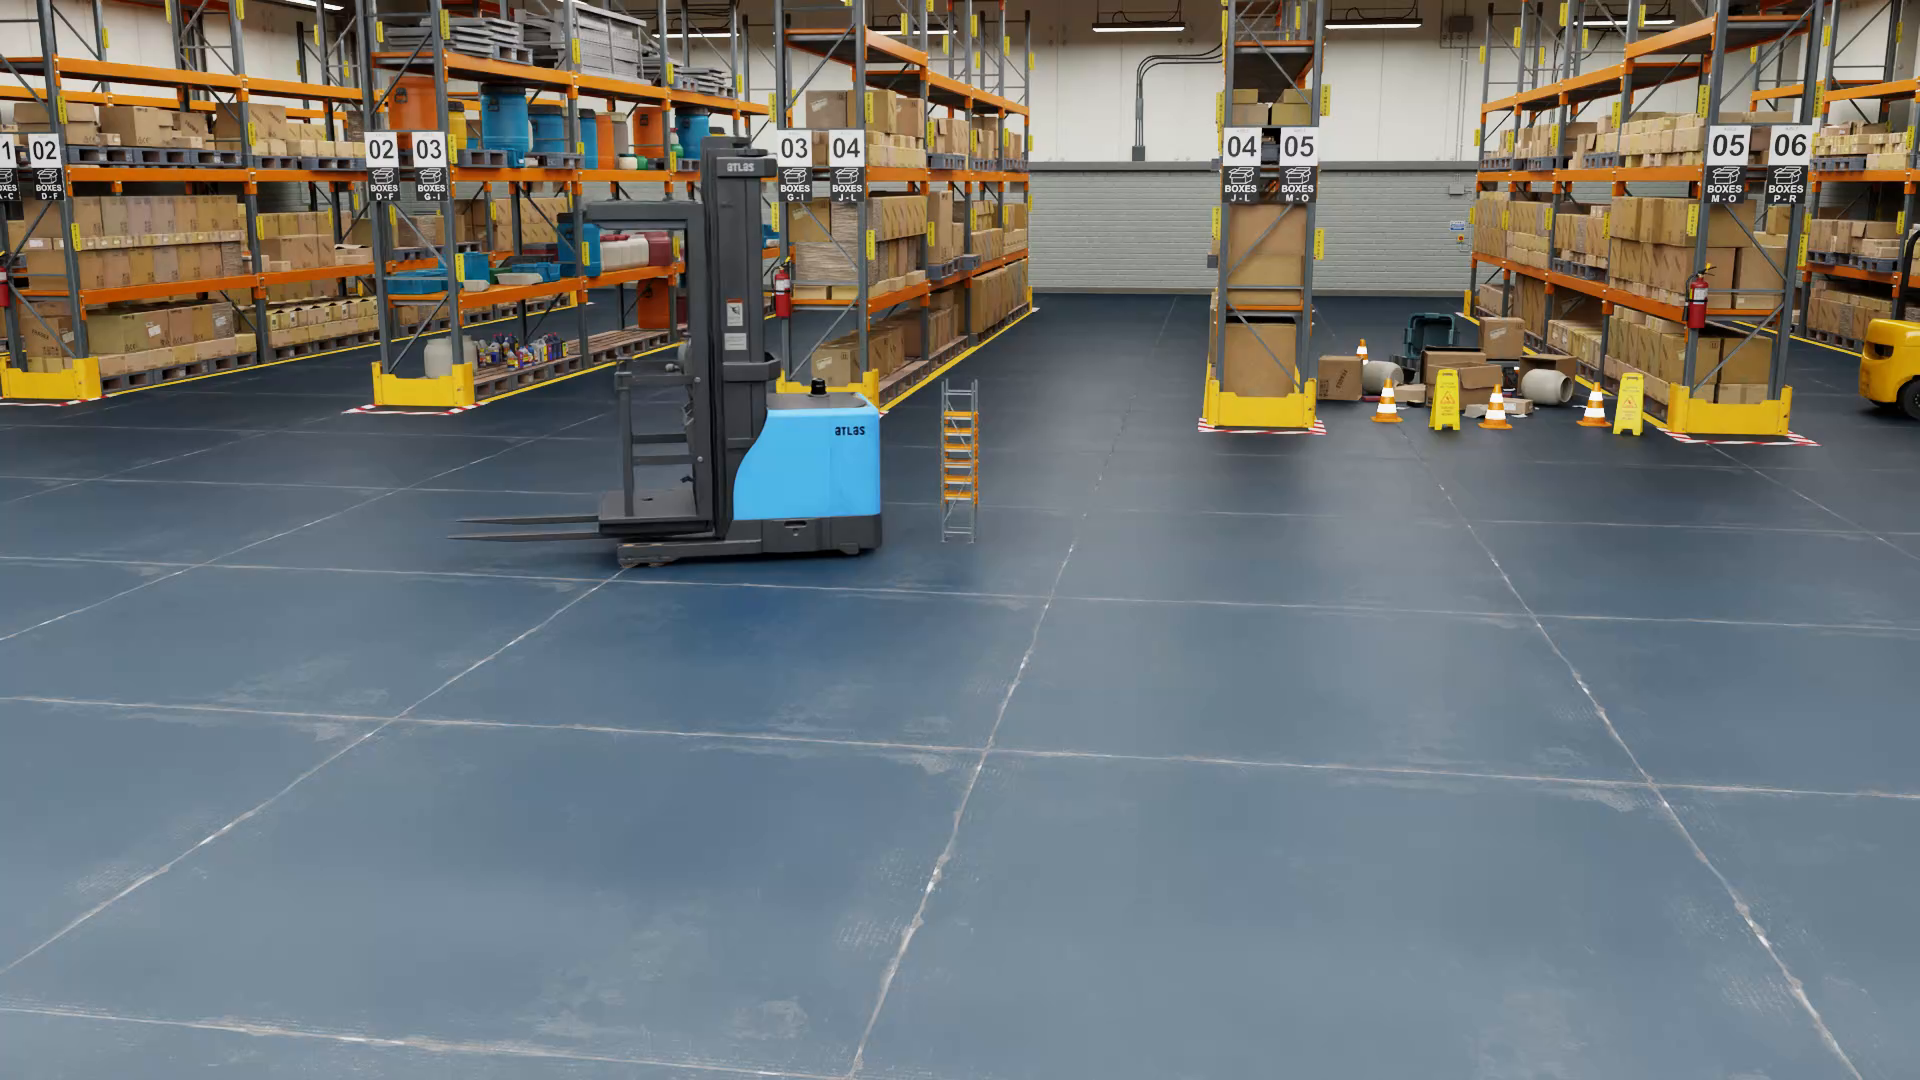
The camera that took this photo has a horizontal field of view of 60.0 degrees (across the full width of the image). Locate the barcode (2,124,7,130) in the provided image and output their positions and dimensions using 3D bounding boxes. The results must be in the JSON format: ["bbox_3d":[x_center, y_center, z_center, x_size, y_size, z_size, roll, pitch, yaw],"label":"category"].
[{"bbox_3d":[-11.771,-5.088,20.483,0.001,0.075,0.075,2,12,9],"label":"barcode"}]

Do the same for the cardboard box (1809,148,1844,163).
[{"bbox_3d":[14.816,-6.601,28.534,0.500,0.250,0.500,2,12,9],"label":"cardboard box"}]

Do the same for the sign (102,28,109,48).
[{"bbox_3d":[-14.468,-8.497,28.154,0.100,0.325,0.005,2,12,9],"label":"sign"}]

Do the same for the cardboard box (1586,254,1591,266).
[{"bbox_3d":[8.758,-3.810,22.651,0.380,0.149,0.250,2,12,9],"label":"cardboard box"}]

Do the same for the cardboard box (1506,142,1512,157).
[{"bbox_3d":[9.867,-6.912,29.413,0.396,0.266,0.258,2,12,10],"label":"cardboard box"}]

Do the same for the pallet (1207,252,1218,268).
[{"bbox_3d":[4.567,-4.479,26.612,1.213,0.211,1.003,2,12,9],"label":"pallet"}]

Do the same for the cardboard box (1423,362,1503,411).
[{"bbox_3d":[6.008,-1.844,19.854,0.797,0.503,0.637,-7,14,-30],"label":"cardboard box"}]

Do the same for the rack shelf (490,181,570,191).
[{"bbox_3d":[-9.188,-7.288,33.779,1.077,0.370,4.000,2,12,9],"label":"rack shelf"}]

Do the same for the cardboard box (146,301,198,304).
[{"bbox_3d":[-11.176,-3.129,23.641,0.500,0.500,0.500,2,12,9],"label":"cardboard box"}]

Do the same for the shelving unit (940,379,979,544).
[{"bbox_3d":[-0.002,-0.584,12.353,0.258,1.200,0.189,2,12,9],"label":"shelving unit"}]

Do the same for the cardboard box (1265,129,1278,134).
[{"bbox_3d":[3.969,-5.061,20.152,0.500,0.250,0.500,2,12,8],"label":"cardboard box"}]

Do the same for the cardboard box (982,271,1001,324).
[{"bbox_3d":[0.077,-4.282,29.289,1.225,0.875,0.875,1,12,7],"label":"cardboard box"}]

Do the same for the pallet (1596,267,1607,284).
[{"bbox_3d":[9.115,-3.510,22.114,1.003,0.211,1.213,2,12,9],"label":"pallet"}]

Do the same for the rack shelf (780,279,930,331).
[{"bbox_3d":[-1.246,-3.002,21.011,1.077,0.370,4.000,2,12,9],"label":"rack shelf"}]

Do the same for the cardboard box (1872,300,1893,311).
[{"bbox_3d":[14.212,-3.591,25.432,0.380,0.149,0.250,1,12,6],"label":"cardboard box"}]

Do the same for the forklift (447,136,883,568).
[{"bbox_3d":[-2.127,-1.358,11.840,3.031,2.935,1.130,-2,12,-10],"label":"forklift"}]

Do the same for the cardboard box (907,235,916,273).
[{"bbox_3d":[-1.068,-3.873,22.400,0.875,0.500,0.500,2,12,9],"label":"cardboard box"}]

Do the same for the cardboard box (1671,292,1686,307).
[{"bbox_3d":[8.014,-2.635,18.195,0.380,0.149,0.250,2,12,8],"label":"cardboard box"}]

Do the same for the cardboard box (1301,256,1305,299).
[{"bbox_3d":[3.618,-3.135,19.566,0.875,0.550,0.550,2,12,9],"label":"cardboard box"}]

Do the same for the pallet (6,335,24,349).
[{"bbox_3d":[-15.318,-3.305,27.329,1.003,0.211,1.213,2,12,9],"label":"pallet"}]

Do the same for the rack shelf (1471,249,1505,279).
[{"bbox_3d":[10.392,-5.179,31.112,1.077,0.370,4.000,2,12,9],"label":"rack shelf"}]

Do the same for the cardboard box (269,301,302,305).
[{"bbox_3d":[-10.713,-3.637,26.451,0.500,0.311,0.500,2,12,8],"label":"cardboard box"}]

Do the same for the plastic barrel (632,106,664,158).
[{"bbox_3d":[-5.127,-6.763,27.618,0.600,0.830,0.708,2,12,9],"label":"plastic barrel"}]

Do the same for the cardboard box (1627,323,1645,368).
[{"bbox_3d":[8.344,-2.343,19.995,0.500,0.500,0.500,3,12,12],"label":"cardboard box"}]

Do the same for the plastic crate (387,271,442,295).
[{"bbox_3d":[-6.666,-3.139,20.292,0.499,0.251,0.616,2,12,9],"label":"plastic crate"}]

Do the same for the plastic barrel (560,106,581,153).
[{"bbox_3d":[-5.868,-5.891,24.398,0.600,0.901,0.600,0,12,0],"label":"plastic barrel"}]

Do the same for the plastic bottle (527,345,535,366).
[{"bbox_3d":[-5.761,-2.481,22.317,0.097,0.271,0.097,0,12,0],"label":"plastic bottle"}]

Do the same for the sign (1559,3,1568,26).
[{"bbox_3d":[8.920,-7.766,24.574,0.100,0.325,0.005,2,12,9],"label":"sign"}]

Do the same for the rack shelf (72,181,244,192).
[{"bbox_3d":[-14.698,-6.615,30.656,1.077,0.370,4.000,2,12,9],"label":"rack shelf"}]

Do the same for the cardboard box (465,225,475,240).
[{"bbox_3d":[-9.672,-5.918,32.598,0.500,0.500,0.500,2,12,10],"label":"cardboard box"}]

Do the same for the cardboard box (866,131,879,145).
[{"bbox_3d":[-1.147,-4.626,19.128,0.380,0.149,0.250,2,12,10],"label":"cardboard box"}]

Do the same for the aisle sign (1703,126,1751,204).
[{"bbox_3d":[7.943,-3.884,17.223,0.394,0.787,0.004,2,12,9],"label":"aisle sign"}]

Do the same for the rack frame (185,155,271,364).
[{"bbox_3d":[-10.726,-4.092,24.360,1.000,3.000,0.127,2,12,9],"label":"rack frame"}]

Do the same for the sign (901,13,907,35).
[{"bbox_3d":[-0.872,-8.087,26.063,0.100,0.325,0.005,2,12,9],"label":"sign"}]

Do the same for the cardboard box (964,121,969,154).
[{"bbox_3d":[-0.149,-6.255,25.853,0.500,0.500,0.500,2,12,10],"label":"cardboard box"}]

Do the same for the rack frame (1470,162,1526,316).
[{"bbox_3d":[10.700,-5.947,32.968,1.000,3.000,0.127,2,12,9],"label":"rack frame"}]

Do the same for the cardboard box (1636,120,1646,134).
[{"bbox_3d":[8.356,-4.964,19.989,0.380,0.149,0.250,2,12,8],"label":"cardboard box"}]

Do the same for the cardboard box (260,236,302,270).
[{"bbox_3d":[-10.511,-4.410,25.598,0.500,0.500,0.500,3,12,13],"label":"cardboard box"}]

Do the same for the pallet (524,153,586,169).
[{"bbox_3d":[-5.846,-5.151,22.604,1.213,0.211,1.003,2,12,9],"label":"pallet"}]

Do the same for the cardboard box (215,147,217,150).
[{"bbox_3d":[-14.517,-7.714,33.170,0.500,0.250,0.500,2,12,9],"label":"cardboard box"}]

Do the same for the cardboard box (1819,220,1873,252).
[{"bbox_3d":[14.615,-5.007,27.373,0.700,0.500,0.500,2,12,9],"label":"cardboard box"}]

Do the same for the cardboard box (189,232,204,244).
[{"bbox_3d":[-10.714,-4.182,23.004,0.380,0.149,0.250,2,12,8],"label":"cardboard box"}]

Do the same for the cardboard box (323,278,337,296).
[{"bbox_3d":[-13.861,-5.480,35.737,0.700,0.500,0.500,2,12,8],"label":"cardboard box"}]

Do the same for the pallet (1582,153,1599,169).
[{"bbox_3d":[9.211,-5.165,22.663,1.213,0.211,1.003,2,12,9],"label":"pallet"}]

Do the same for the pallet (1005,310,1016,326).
[{"bbox_3d":[0.487,-4.228,31.611,1.003,0.211,1.213,2,12,9],"label":"pallet"}]

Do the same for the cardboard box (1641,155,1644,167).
[{"bbox_3d":[8.462,-4.577,20.087,0.380,0.149,0.250,2,12,10],"label":"cardboard box"}]

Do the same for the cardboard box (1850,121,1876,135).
[{"bbox_3d":[15.010,-6.834,27.636,0.396,0.266,0.258,2,12,8],"label":"cardboard box"}]

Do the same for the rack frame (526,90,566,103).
[{"bbox_3d":[-8.880,-9.522,35.319,1.000,3.000,0.127,2,12,9],"label":"rack frame"}]

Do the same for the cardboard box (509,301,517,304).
[{"bbox_3d":[-9.094,-4.848,33.549,0.380,0.166,0.250,2,12,9],"label":"cardboard box"}]

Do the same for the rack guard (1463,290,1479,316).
[{"bbox_3d":[10.703,-4.730,33.255,1.175,0.500,0.348,2,12,9],"label":"rack guard"}]

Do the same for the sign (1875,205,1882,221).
[{"bbox_3d":[15.539,-5.503,28.160,0.100,0.325,0.005,2,12,9],"label":"sign"}]

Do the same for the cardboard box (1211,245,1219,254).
[{"bbox_3d":[4.184,-4.621,26.415,0.380,0.149,0.250,2,12,10],"label":"cardboard box"}]

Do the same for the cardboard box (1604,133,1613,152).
[{"bbox_3d":[8.884,-5.279,22.107,0.500,0.250,0.500,2,12,9],"label":"cardboard box"}]
